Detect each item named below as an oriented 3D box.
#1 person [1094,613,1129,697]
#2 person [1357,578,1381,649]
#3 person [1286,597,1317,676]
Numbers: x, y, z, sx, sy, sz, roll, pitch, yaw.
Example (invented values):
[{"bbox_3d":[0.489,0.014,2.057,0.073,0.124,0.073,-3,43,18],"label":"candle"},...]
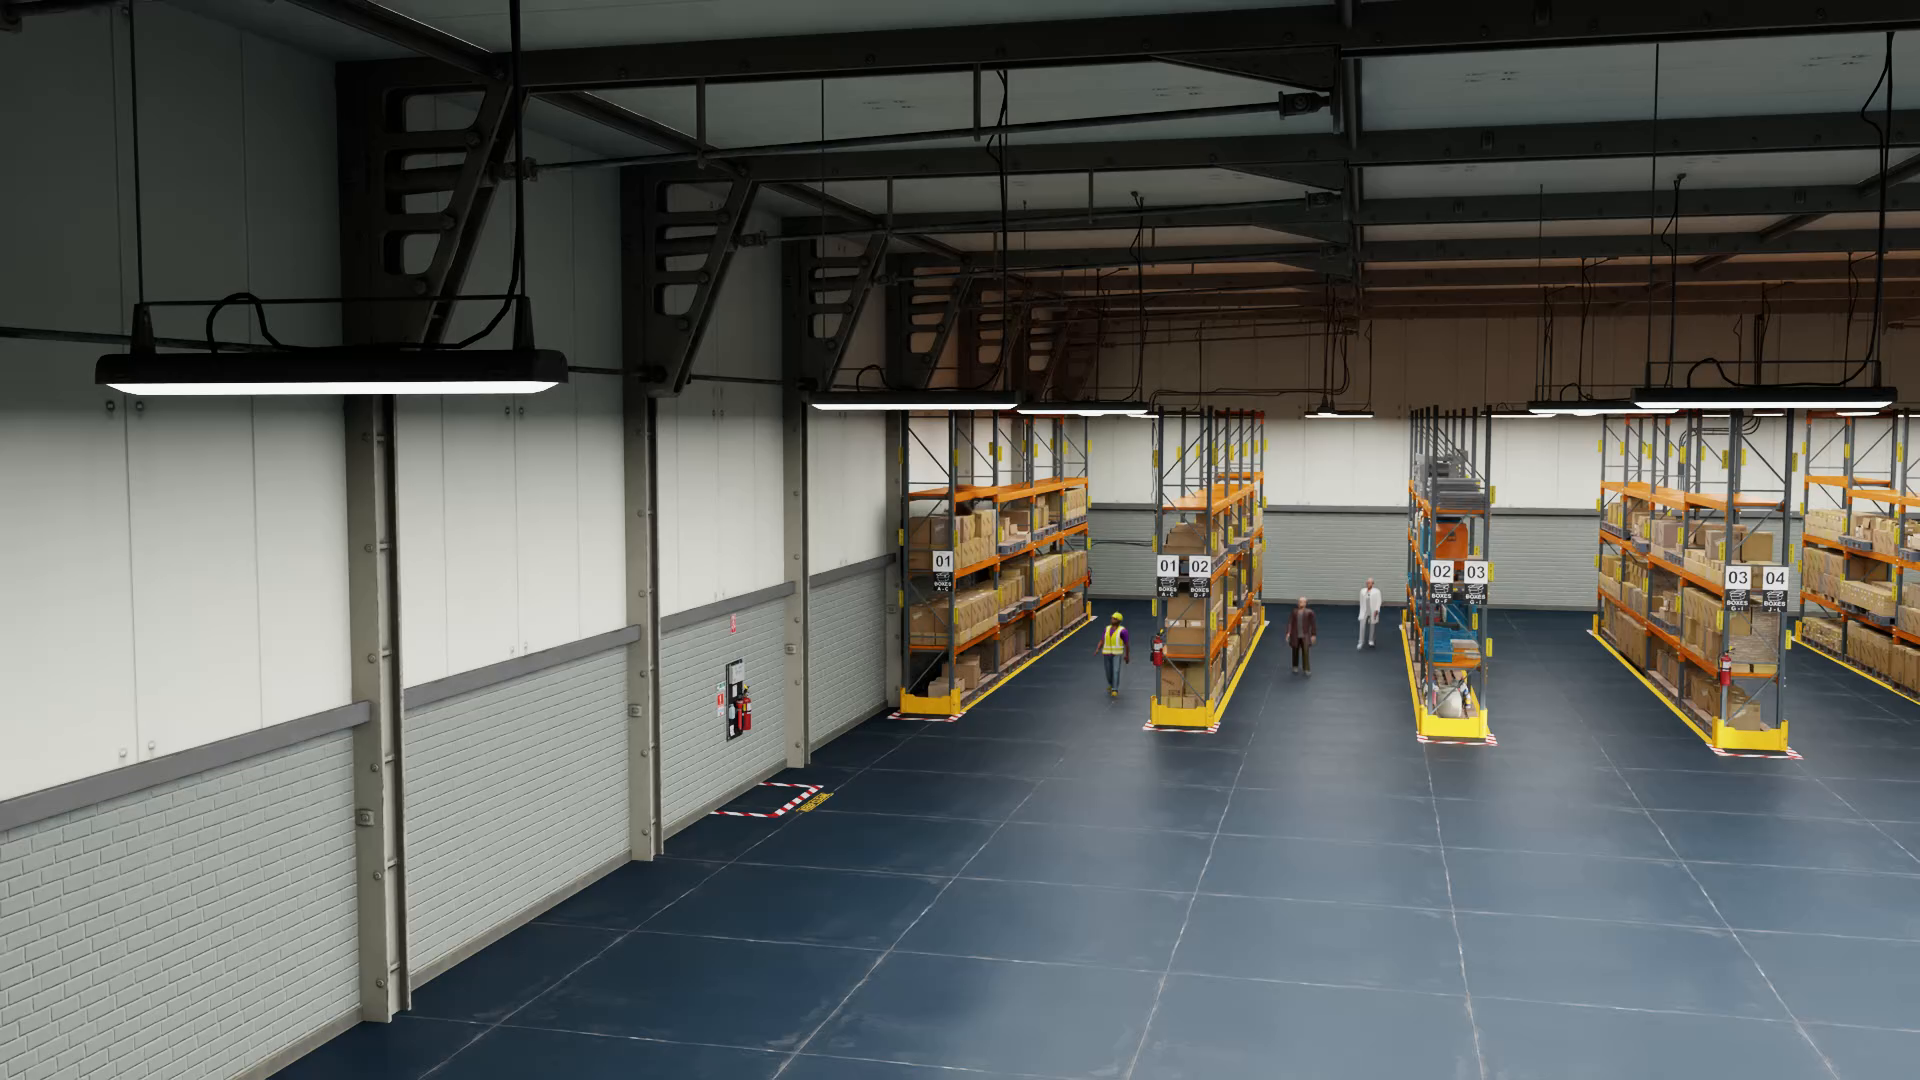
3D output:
[{"bbox_3d":[3.163,2.378,34.684,0.725,1.711,1.054,1,4,13],"label":"person"},{"bbox_3d":[10.302,1.830,41.807,0.569,1.727,1.069,1,4,19],"label":"person"},{"bbox_3d":[7.668,2.149,37.329,0.684,1.721,1.078,0,4,6],"label":"person"}]
